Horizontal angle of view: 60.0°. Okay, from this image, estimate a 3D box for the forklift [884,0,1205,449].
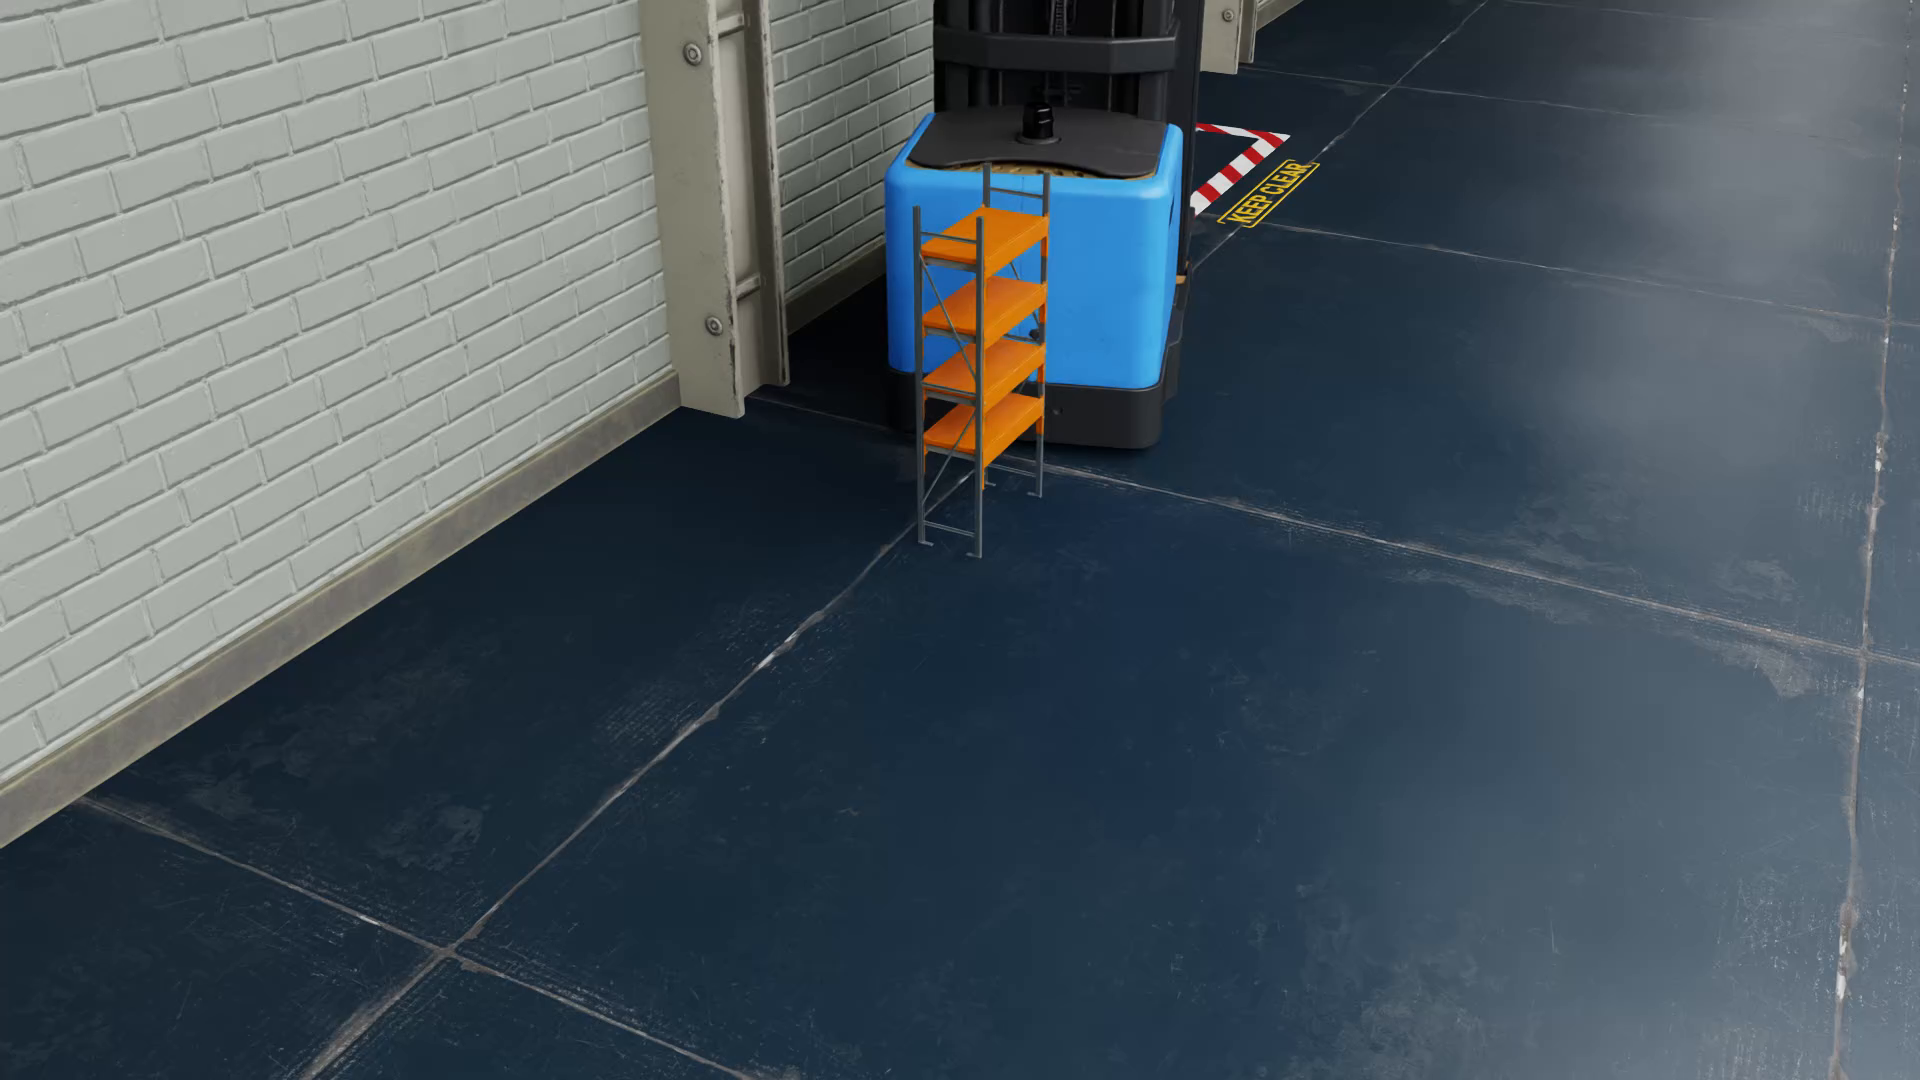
[{"bbox_3d":[0.478,-2.327,6.858,1.130,2.935,3.031,5,30,9],"label":"forklift"}]

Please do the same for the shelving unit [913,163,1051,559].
[{"bbox_3d":[0.075,-0.594,5.579,0.258,1.200,0.503,14,33,23],"label":"shelving unit"}]

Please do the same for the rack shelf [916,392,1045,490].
[{"bbox_3d":[0.075,-0.363,5.711,0.258,0.148,0.480,14,33,23],"label":"rack shelf"}]

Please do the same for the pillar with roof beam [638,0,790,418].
[{"bbox_3d":[2.906,-3.529,2.858,9.100,9.000,0.400,14,33,23],"label":"pillar with roof beam"}]

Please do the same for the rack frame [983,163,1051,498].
[{"bbox_3d":[0.187,-0.702,5.767,0.240,1.200,0.015,14,33,23],"label":"rack frame"}]

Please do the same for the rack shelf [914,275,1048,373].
[{"bbox_3d":[0.075,-0.729,5.501,0.258,0.148,0.480,14,33,23],"label":"rack shelf"}]

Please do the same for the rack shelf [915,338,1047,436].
[{"bbox_3d":[0.075,-0.535,5.612,0.258,0.148,0.480,14,33,23],"label":"rack shelf"}]

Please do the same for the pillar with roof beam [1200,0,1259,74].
[{"bbox_3d":[5.639,-6.188,7.490,9.100,9.000,0.400,14,33,23],"label":"pillar with roof beam"}]

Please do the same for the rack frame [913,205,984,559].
[{"bbox_3d":[-0.036,-0.486,5.391,0.240,1.200,0.015,14,33,23],"label":"rack frame"}]

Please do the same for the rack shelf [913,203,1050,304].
[{"bbox_3d":[0.075,-0.934,5.383,0.258,0.148,0.480,14,33,23],"label":"rack shelf"}]
